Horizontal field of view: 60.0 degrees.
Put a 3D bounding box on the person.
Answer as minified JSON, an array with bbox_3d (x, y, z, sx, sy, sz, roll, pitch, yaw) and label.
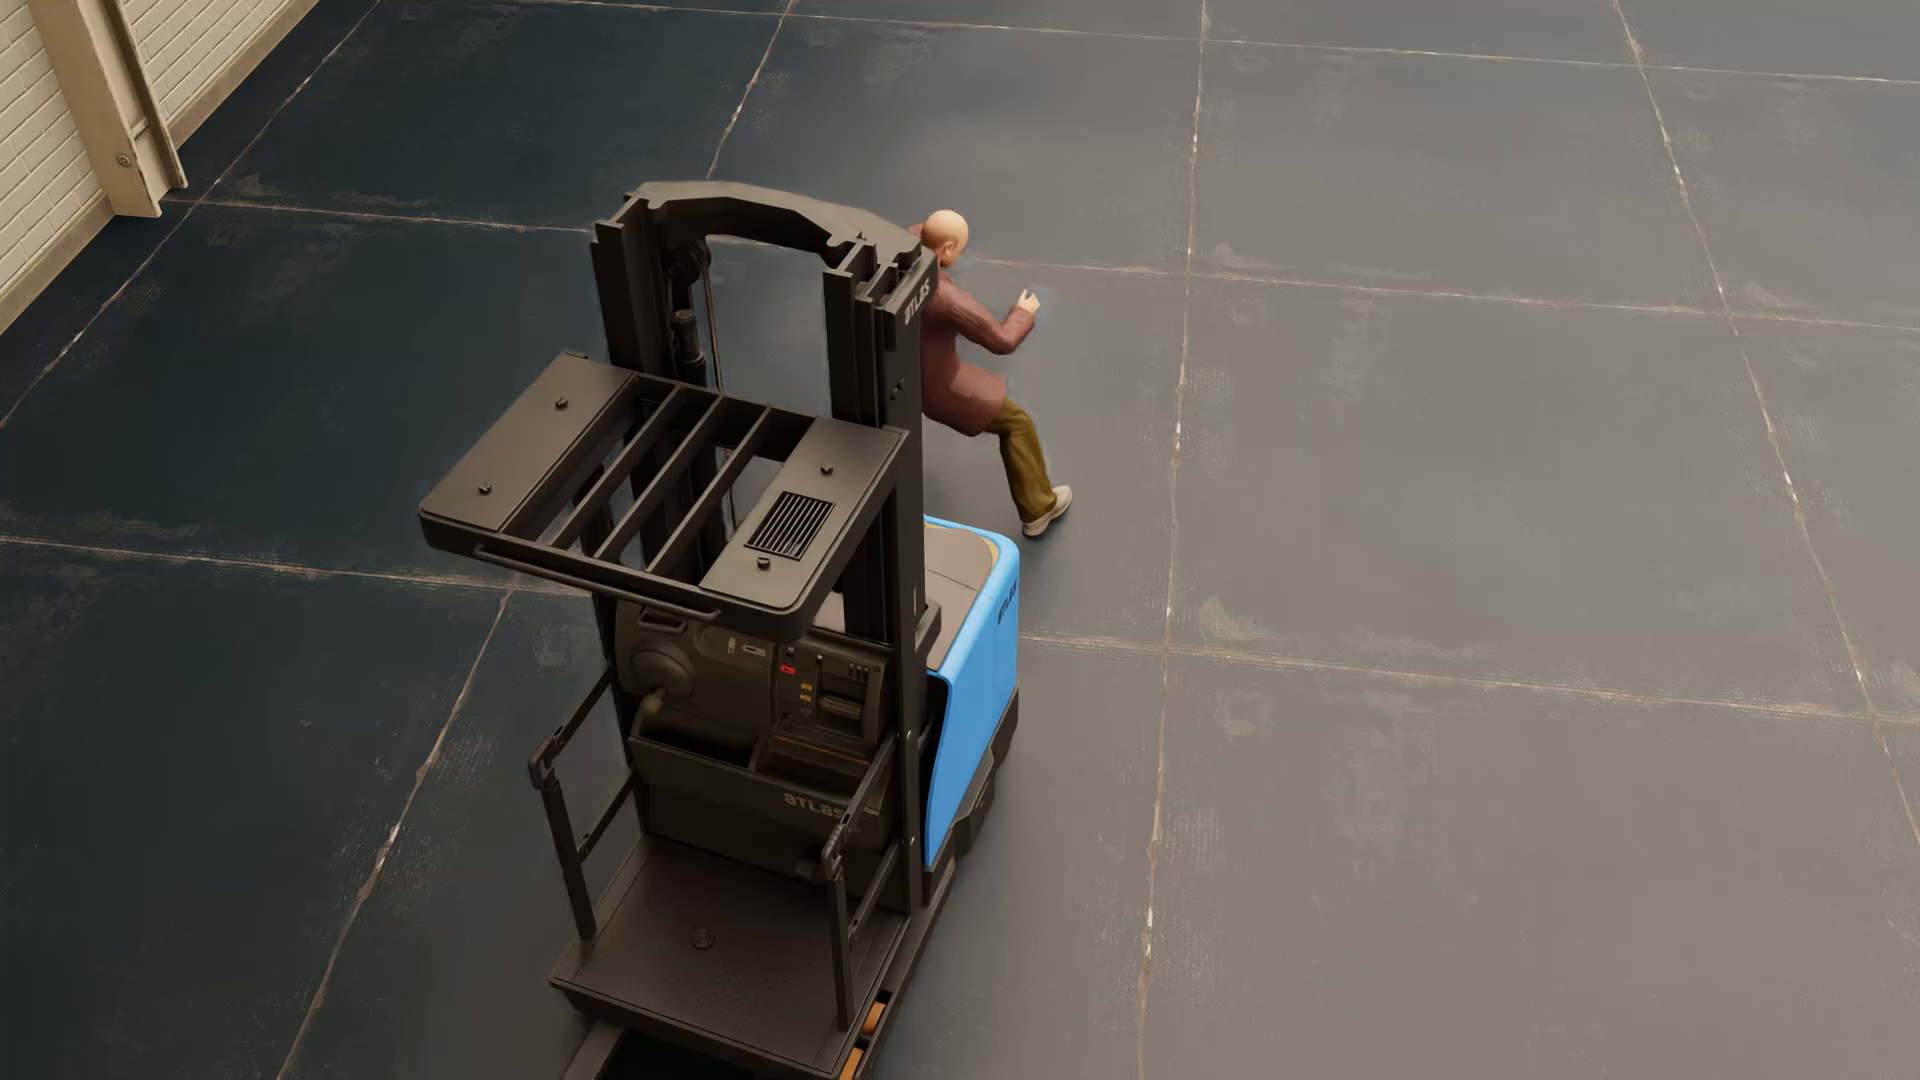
[{"bbox_3d":[-0.046,-0.910,7.748,0.709,1.531,1.279,-27,49,-26],"label":"person"}]

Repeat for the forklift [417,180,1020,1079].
[{"bbox_3d":[-0.751,0.523,5.155,1.130,2.935,3.031,14,44,15],"label":"forklift"}]
